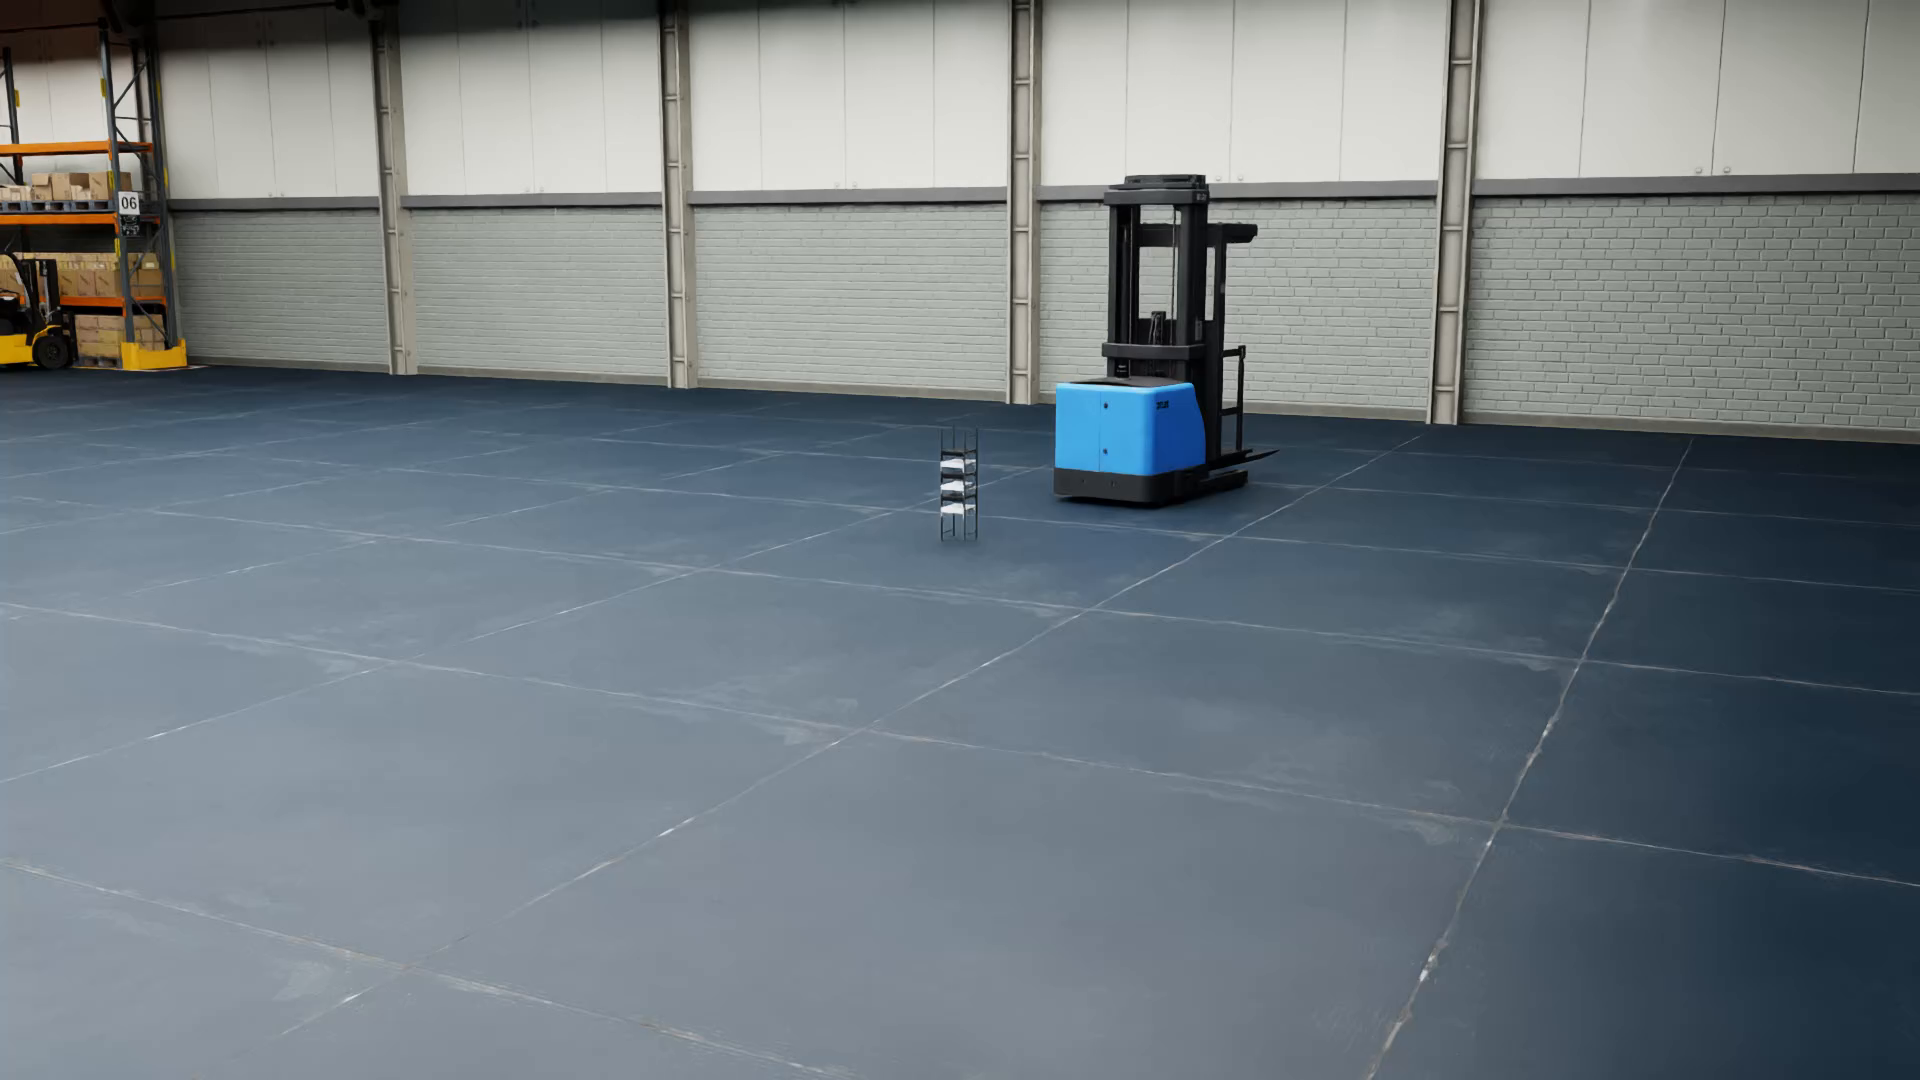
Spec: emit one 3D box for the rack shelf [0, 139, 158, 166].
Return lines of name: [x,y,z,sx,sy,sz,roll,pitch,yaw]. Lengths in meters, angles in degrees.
rack shelf: [-16.797,-7.248,31.152,4.000,0.370,1.077,5,11,26]

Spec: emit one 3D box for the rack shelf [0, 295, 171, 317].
rack shelf: [-16.797,-4.493,31.651,4.000,0.370,1.077,5,11,26]

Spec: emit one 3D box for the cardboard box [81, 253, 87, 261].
cardboard box: [-16.090,-5.261,30.937,0.250,0.149,0.380,5,11,26]

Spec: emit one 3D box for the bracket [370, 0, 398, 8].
bracket: [-9.633,-9.049,27.853,0.430,0.232,0.235,5,11,26]

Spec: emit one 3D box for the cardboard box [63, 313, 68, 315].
cardboard box: [-16.923,-4.140,31.415,0.500,0.250,0.500,5,11,25]

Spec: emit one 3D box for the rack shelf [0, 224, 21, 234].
rack shelf: [-20.384,-6.284,33.125,4.000,0.370,1.077,5,11,26]

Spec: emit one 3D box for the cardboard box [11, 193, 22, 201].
cardboard box: [-17.633,-6.468,31.369,0.250,0.149,0.380,5,12,28]

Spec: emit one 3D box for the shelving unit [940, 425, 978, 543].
shelving unit: [-0.007,-0.443,13.154,0.210,0.900,0.258,5,11,26]

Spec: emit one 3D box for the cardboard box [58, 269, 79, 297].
cardboard box: [-16.482,-4.818,31.147,0.500,0.500,0.500,5,11,25]

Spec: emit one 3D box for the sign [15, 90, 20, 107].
sign: [-18.323,-8.581,32.305,0.005,0.325,0.100,5,11,26]

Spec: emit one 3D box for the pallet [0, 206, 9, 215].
pallet: [-19.387,-6.454,32.580,1.217,0.209,0.805,5,11,24]

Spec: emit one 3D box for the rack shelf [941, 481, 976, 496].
rack shelf: [-0.007,-0.411,13.160,0.200,0.077,0.258,5,11,26]

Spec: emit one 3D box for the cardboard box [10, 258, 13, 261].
cardboard box: [-17.929,-5.422,31.827,0.250,0.149,0.380,5,11,25]

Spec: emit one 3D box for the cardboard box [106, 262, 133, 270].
cardboard box: [-15.439,-5.040,30.553,0.250,0.149,0.380,5,11,27]

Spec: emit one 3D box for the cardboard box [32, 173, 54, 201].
cardboard box: [-16.890,-6.617,31.194,0.637,0.503,0.797,5,12,28]

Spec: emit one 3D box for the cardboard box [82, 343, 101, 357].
cardboard box: [-16.007,-3.570,31.074,0.500,0.250,0.500,5,11,26]

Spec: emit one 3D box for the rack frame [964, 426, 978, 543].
rack frame: [0.084,-0.435,13.109,0.006,0.900,0.240,5,11,26]

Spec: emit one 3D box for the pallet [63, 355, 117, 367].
pallet: [-16.798,-3.467,31.793,1.213,0.211,1.003,5,11,26]

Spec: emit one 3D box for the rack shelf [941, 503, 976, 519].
rack shelf: [-0.007,-0.234,13.192,0.200,0.077,0.258,5,11,26]

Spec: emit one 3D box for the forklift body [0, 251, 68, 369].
forklift body: [-17.511,-4.129,30.007,1.214,2.155,2.313,5,11,26]

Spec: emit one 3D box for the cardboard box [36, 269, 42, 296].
cardboard box: [-17.379,-4.899,31.594,0.500,0.500,0.500,5,11,25]

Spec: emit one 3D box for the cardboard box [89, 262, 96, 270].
cardboard box: [-15.886,-5.086,30.805,0.250,0.149,0.380,5,12,27]

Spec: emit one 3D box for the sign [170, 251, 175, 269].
sign: [-14.753,-5.242,31.119,0.005,0.325,0.100,5,11,26]

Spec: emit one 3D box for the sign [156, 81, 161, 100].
sign: [-14.752,-8.267,30.572,0.005,0.325,0.100,5,11,26]

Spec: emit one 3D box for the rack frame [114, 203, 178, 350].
rack frame: [-15.004,-4.689,30.716,0.127,3.000,1.000,5,11,26]

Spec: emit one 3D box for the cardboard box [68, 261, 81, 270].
cardboard box: [-16.364,-5.120,30.998,0.250,0.149,0.380,5,11,24]

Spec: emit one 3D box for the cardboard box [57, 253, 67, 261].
cardboard box: [-16.607,-5.283,31.060,0.250,0.149,0.380,5,12,27]

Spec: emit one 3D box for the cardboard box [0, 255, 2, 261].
cardboard box: [-18.436,-5.447,31.964,0.250,0.149,0.380,5,12,27]

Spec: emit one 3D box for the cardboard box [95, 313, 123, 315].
cardboard box: [-16.244,-4.183,31.652,0.500,0.250,0.500,5,11,25]

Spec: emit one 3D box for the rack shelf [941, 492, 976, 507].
rack shelf: [-0.007,-0.322,13.176,0.200,0.077,0.258,5,11,26]

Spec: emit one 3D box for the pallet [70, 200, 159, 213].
pallet: [-15.626,-6.181,30.788,1.213,0.211,1.003,5,11,26]

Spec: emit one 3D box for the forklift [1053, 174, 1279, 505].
forklift: [2.125,-1.966,15.866,1.130,2.935,3.031,7,13,35]

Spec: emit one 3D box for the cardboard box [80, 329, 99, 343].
cardboard box: [-16.023,-3.818,31.043,0.500,0.250,0.500,5,11,25]

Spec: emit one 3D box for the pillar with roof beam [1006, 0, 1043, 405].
pillar with roof beam: [-0.992,-5.734,19.644,0.400,9.000,9.100,5,11,26]

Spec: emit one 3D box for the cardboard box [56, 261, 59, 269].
cardboard box: [-16.784,-5.171,31.278,0.250,0.149,0.380,5,11,25]

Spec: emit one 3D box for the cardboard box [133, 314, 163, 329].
cardboard box: [-15.351,-4.103,31.211,0.500,0.250,0.500,5,11,25]

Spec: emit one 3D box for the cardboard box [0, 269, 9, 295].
cardboard box: [-18.308,-4.977,32.025,0.500,0.500,0.500,5,11,24]

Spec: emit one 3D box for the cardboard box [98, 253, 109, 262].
cardboard box: [-15.653,-5.213,30.673,0.250,0.149,0.380,5,11,26]

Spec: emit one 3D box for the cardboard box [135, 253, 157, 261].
cardboard box: [-15.210,-5.264,30.958,0.250,0.149,0.380,5,11,25]

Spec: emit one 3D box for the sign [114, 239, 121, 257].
sign: [-15.256,-5.290,30.119,0.005,0.325,0.100,5,11,26]

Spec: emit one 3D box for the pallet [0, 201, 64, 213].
pallet: [-17.814,-6.374,31.850,1.213,0.211,1.003,5,11,26]

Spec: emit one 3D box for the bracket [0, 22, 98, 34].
bracket: [-18.069,-9.790,31.949,4.783,0.066,0.076,5,11,26]

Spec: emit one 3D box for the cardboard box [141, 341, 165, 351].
cardboard box: [-15.358,-3.613,31.310,0.500,0.250,0.500,5,11,26]

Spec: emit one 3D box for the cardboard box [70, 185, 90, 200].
cardboard box: [-16.109,-6.392,30.618,0.258,0.266,0.396,5,11,26]

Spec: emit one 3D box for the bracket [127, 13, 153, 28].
bracket: [-15.014,-9.522,30.466,0.430,0.232,0.235,5,11,26]

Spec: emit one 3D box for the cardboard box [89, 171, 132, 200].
cardboard box: [-15.508,-6.466,30.372,0.500,0.500,0.500,5,12,28]

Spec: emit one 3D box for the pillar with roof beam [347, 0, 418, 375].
pillar with roof beam: [-11.753,-6.680,24.869,0.548,9.000,9.100,5,11,26]

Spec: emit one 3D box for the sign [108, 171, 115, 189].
sign: [-15.256,-6.476,29.904,0.005,0.325,0.100,5,11,26]

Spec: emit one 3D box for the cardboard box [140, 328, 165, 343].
cardboard box: [-15.333,-3.859,31.267,0.500,0.250,0.500,5,12,27]

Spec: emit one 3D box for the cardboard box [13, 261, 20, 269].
cardboard box: [-17.754,-5.238,31.647,0.250,0.149,0.380,5,12,27]

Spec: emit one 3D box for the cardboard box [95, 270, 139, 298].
cardboard box: [-15.561,-4.735,30.690,0.500,0.500,0.500,5,11,25]

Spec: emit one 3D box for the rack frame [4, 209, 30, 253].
rack frame: [-18.591,-5.004,32.458,0.127,3.000,1.000,5,11,26]

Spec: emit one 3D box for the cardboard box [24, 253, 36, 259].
cardboard box: [-17.499,-5.369,31.535,0.250,0.149,0.380,5,11,25]

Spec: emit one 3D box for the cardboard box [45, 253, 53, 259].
cardboard box: [-17.014,-5.341,31.380,0.250,0.149,0.380,5,11,26]

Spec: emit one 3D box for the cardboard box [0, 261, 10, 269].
cardboard box: [-18.188,-5.285,31.909,0.250,0.149,0.380,5,12,27]

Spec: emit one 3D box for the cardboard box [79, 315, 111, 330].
cardboard box: [-16.015,-4.060,30.977,0.500,0.250,0.500,5,12,27]
